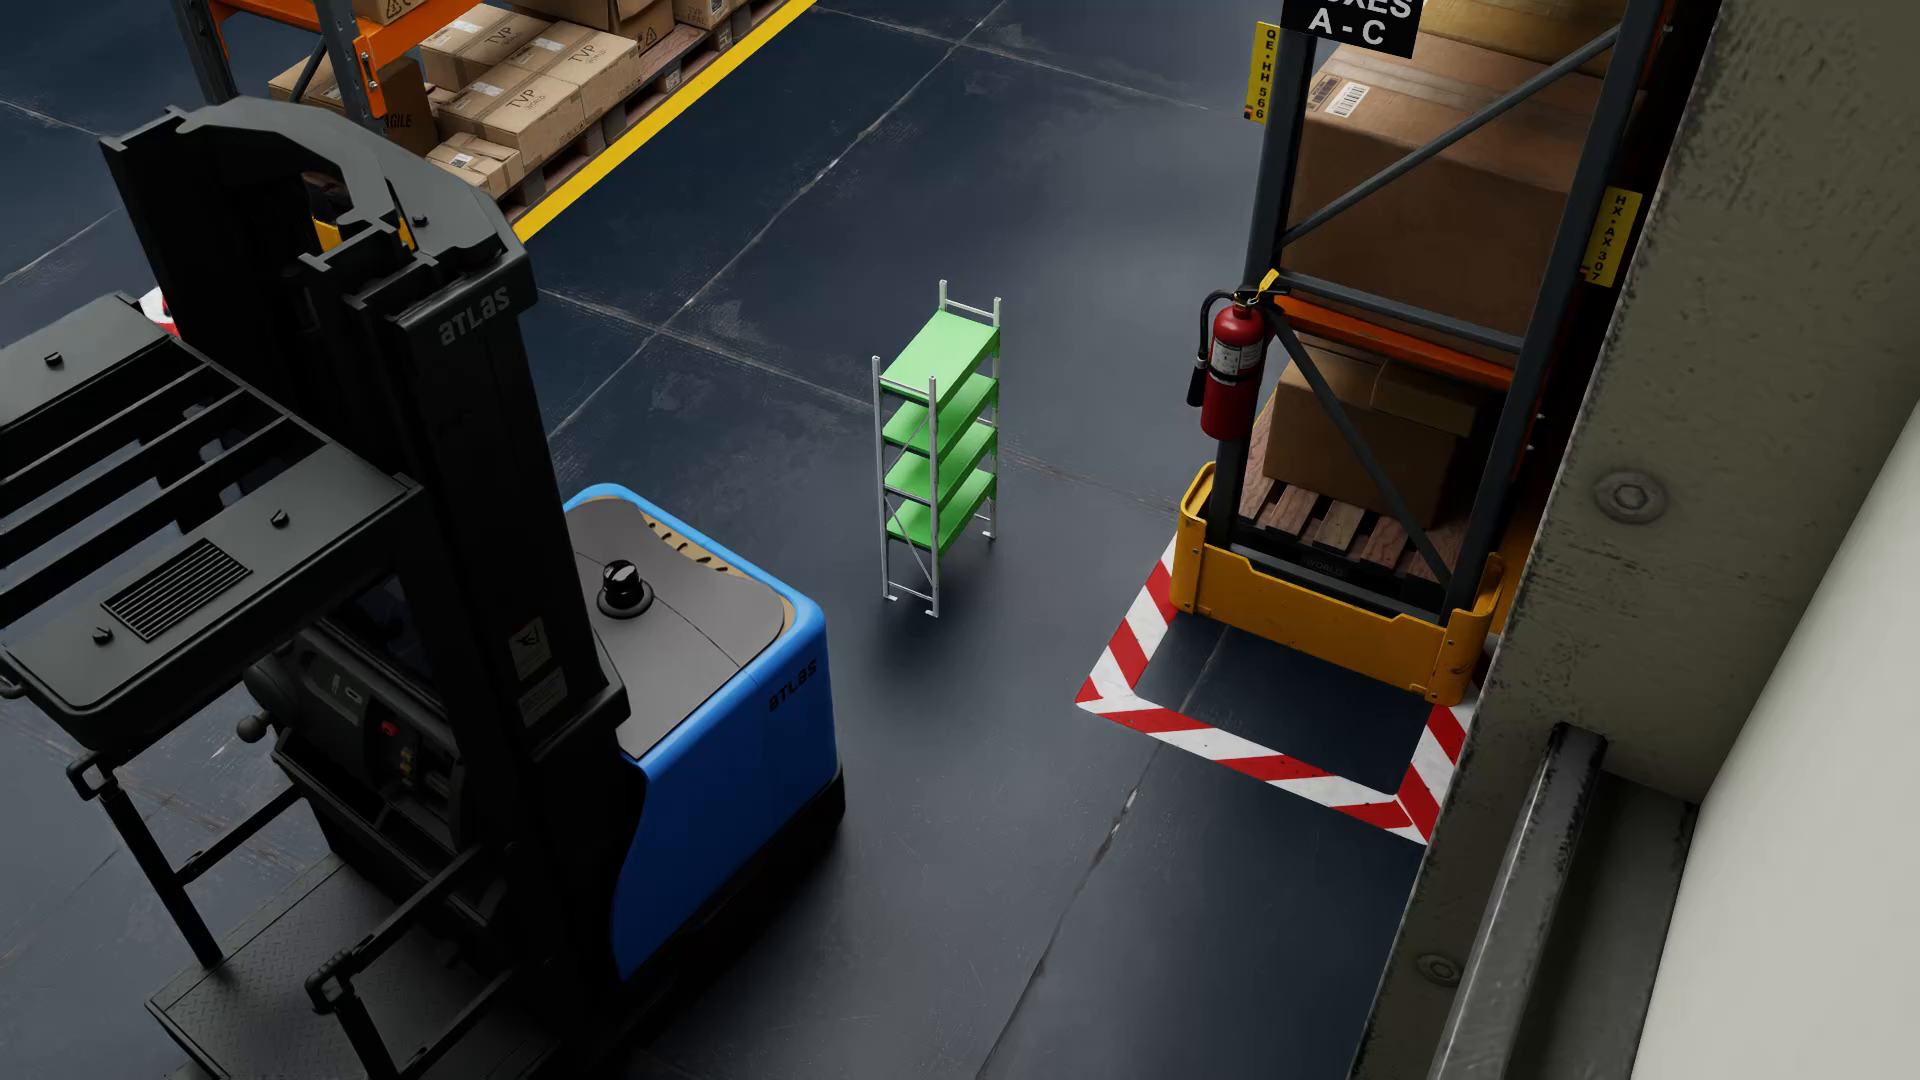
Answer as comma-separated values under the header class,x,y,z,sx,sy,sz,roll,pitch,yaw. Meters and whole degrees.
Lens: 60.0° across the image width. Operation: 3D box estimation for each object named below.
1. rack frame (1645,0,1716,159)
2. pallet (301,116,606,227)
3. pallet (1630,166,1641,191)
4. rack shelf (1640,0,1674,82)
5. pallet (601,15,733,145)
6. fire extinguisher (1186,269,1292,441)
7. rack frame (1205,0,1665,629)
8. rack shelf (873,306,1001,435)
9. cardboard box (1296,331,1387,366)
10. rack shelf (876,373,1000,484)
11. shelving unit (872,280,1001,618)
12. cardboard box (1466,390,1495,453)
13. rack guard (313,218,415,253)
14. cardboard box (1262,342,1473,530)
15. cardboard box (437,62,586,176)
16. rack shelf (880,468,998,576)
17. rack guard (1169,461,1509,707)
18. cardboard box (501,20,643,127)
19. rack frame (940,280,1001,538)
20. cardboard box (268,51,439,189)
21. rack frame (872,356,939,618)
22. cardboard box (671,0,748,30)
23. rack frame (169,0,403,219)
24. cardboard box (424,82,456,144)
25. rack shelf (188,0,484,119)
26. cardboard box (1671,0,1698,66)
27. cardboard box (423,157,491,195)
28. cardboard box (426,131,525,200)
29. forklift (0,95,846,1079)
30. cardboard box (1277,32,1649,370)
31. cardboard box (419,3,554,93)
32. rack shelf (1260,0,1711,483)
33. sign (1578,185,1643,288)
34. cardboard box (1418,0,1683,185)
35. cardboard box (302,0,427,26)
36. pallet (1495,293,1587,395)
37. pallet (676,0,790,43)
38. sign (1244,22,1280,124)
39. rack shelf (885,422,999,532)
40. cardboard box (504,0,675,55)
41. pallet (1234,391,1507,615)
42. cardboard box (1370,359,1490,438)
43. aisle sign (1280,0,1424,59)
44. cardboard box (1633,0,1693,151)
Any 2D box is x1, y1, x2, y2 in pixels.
class,x,y,z,sx,sy,sz,roll,pitch,yaw
rack frame,3.262,-3.257,7.860,1.000,3.000,0.127,20,49,19
pallet,-2.580,-1.940,8.520,1.003,0.211,1.213,20,49,19
pallet,2.839,-1.824,8.404,1.003,0.211,1.213,20,49,19
rack shelf,2.333,-2.799,5.804,1.077,0.370,4.000,20,49,19
pallet,-2.013,-2.706,9.276,1.003,0.211,1.213,20,49,19
fire extinguisher,0.926,-0.636,5.586,0.296,0.674,0.183,20,49,19
rack frame,1.405,-0.737,5.370,1.000,3.000,0.127,20,49,19
rack shelf,-0.077,-0.610,5.924,0.258,0.148,0.480,20,49,19
cardboard box,1.539,-0.849,6.486,0.380,0.149,0.250,20,49,19
rack shelf,-0.077,-0.441,6.095,0.258,0.148,0.480,20,49,19
shelving unit,-0.077,-0.318,6.220,0.258,1.200,0.503,20,49,19
cardboard box,1.873,-0.795,6.889,0.700,0.500,0.500,20,49,19
rack guard,-2.949,-1.539,7.920,1.175,0.500,0.348,20,49,19
cardboard box,1.641,-0.480,6.578,0.700,0.500,0.500,20,49,19
cardboard box,-2.249,-2.122,8.362,0.500,0.250,0.500,20,49,19
rack shelf,-0.077,-0.104,6.436,0.258,0.148,0.480,20,49,19
rack guard,1.394,0.157,6.244,1.175,0.500,0.348,20,49,19
cardboard box,-2.017,-2.437,8.674,0.500,0.250,0.500,20,49,19
rack frame,0.036,-0.471,6.372,0.240,1.200,0.015,20,49,19
cardboard box,-2.950,-2.070,8.135,0.500,0.500,0.500,20,49,19
rack frame,-0.190,-0.164,6.068,0.240,1.200,0.015,20,49,19
cardboard box,-1.489,-3.175,9.360,0.500,0.311,0.500,20,49,19
rack frame,-2.985,-2.370,6.984,1.000,3.000,0.127,20,49,19
cardboard box,-2.683,-2.178,8.477,0.380,0.166,0.250,20,49,19
rack shelf,-2.056,-3.377,8.485,1.077,0.370,4.000,20,49,19
cardboard box,2.652,-2.568,6.968,0.980,0.700,0.700,19,48,18
cardboard box,-2.486,-1.673,7.990,0.380,0.149,0.250,20,49,19
cardboard box,-2.370,-1.837,8.139,0.380,0.166,0.250,20,49,19
forklift,-1.697,0.550,4.146,1.130,2.935,3.031,29,52,26
cardboard box,1.633,-1.167,5.584,0.980,0.700,0.700,23,50,21
cardboard box,-2.483,-2.571,8.806,0.500,0.250,0.500,20,49,19
rack shelf,2.333,-1.744,6.871,1.077,0.370,4.000,20,49,19
sign,1.894,-0.882,4.849,0.100,0.325,0.005,20,49,19
cardboard box,1.961,-1.629,6.040,0.980,0.700,0.700,20,49,19
cardboard box,-2.545,-2.598,7.138,0.500,0.500,0.500,21,49,20
pallet,2.274,-1.052,7.641,1.003,0.211,1.213,20,49,19
pallet,-1.447,-3.478,10.039,1.003,0.211,1.213,20,49,19
sign,0.931,-1.415,5.059,0.100,0.325,0.005,20,49,19
rack shelf,-0.077,-0.273,6.266,0.258,0.148,0.480,20,49,19
cardboard box,-1.995,-2.982,9.034,0.797,0.503,0.637,20,49,19
pallet,1.707,-0.286,6.885,1.003,0.211,1.213,20,49,19
cardboard box,1.760,-0.563,6.204,0.380,0.149,0.250,21,49,19
aisle sign,1.106,-1.705,4.498,0.394,0.787,0.004,20,49,19
cardboard box,2.323,-2.106,6.512,0.980,0.700,0.700,18,48,17
